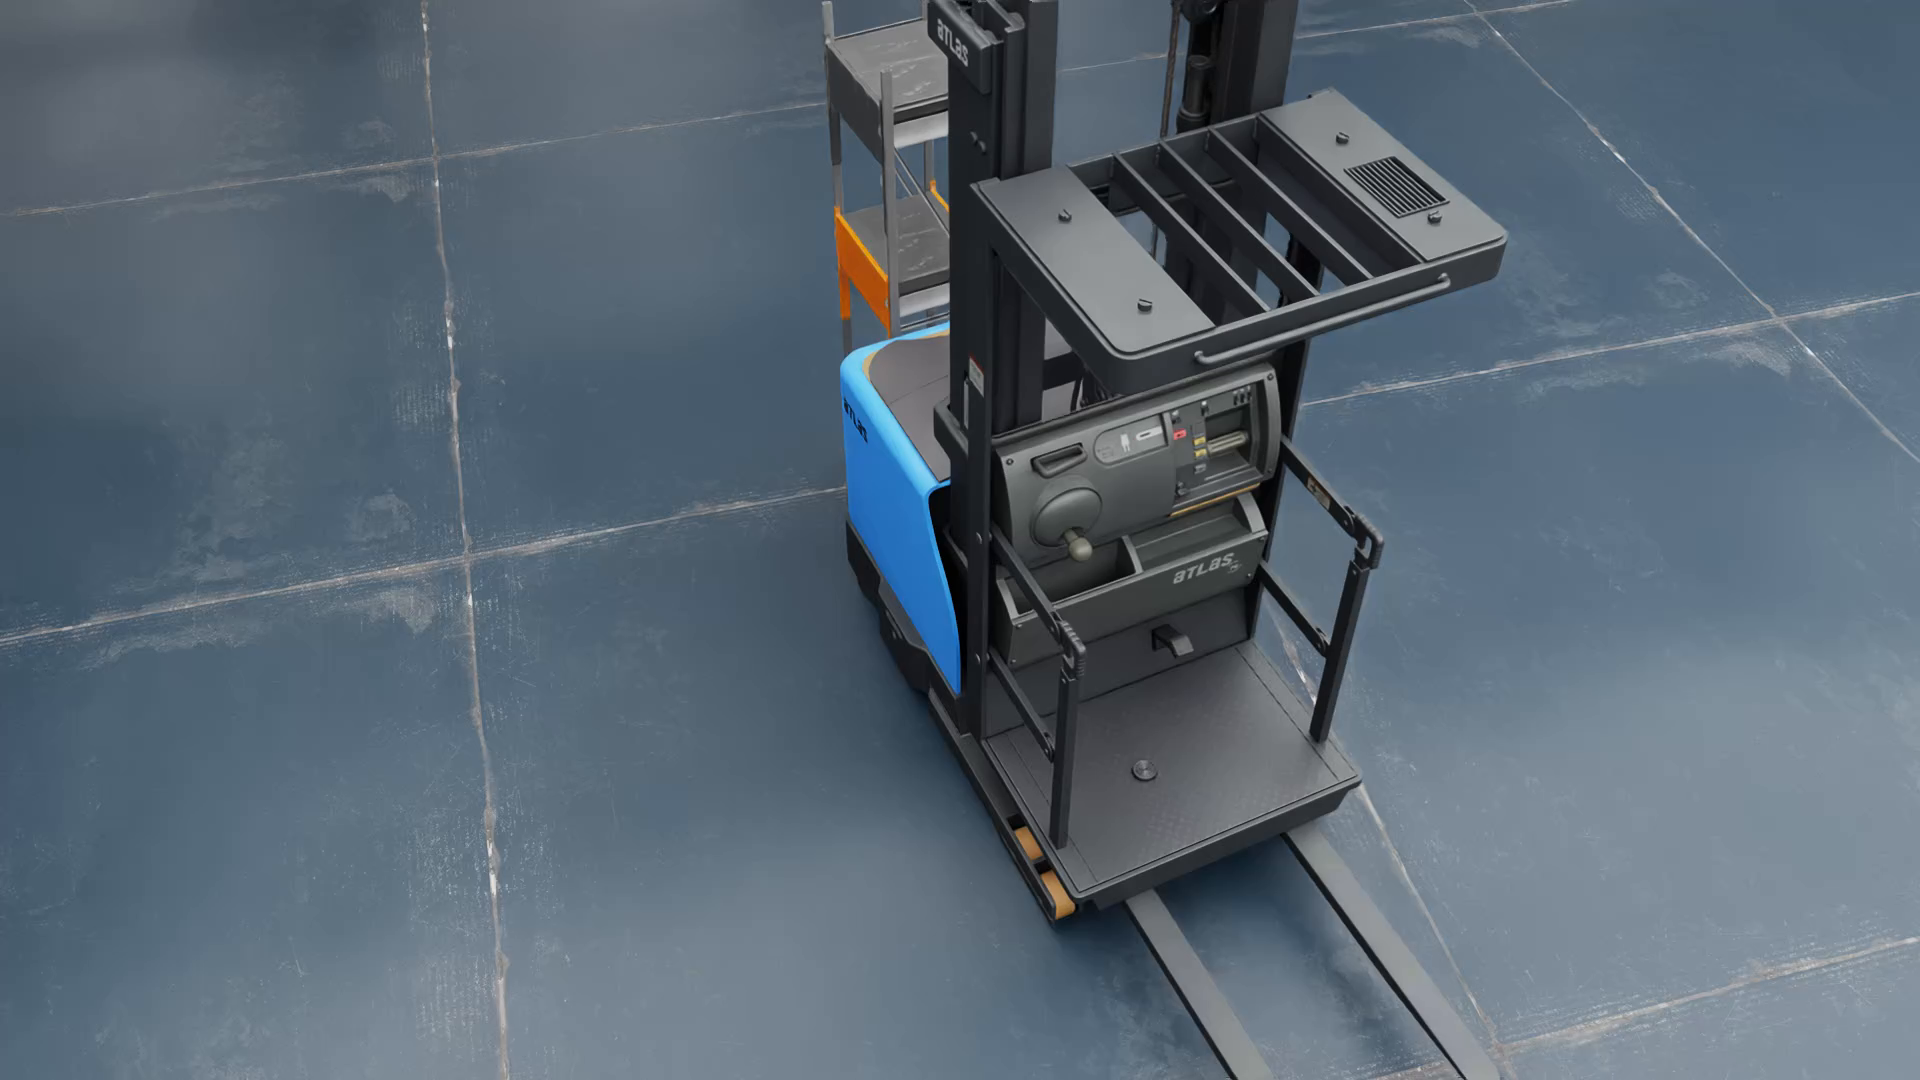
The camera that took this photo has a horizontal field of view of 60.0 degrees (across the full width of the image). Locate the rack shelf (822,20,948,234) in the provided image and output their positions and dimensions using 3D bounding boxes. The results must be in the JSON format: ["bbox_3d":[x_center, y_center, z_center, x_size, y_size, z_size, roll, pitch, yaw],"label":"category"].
[{"bbox_3d":[-0.176,-1.448,5.738,0.431,0.518,0.480,-19,49,-18],"label":"rack shelf"}]

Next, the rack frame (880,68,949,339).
[{"bbox_3d":[-0.070,-0.811,6.075,0.400,2.100,0.015,-19,49,-18],"label":"rack frame"}]

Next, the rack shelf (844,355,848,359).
[{"bbox_3d":[-0.176,-0.468,6.738,0.431,0.518,0.480,-19,49,-18],"label":"rack shelf"}]

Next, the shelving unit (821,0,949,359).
[{"bbox_3d":[-0.176,-0.968,6.228,0.431,2.100,0.503,-19,49,-18],"label":"shelving unit"}]

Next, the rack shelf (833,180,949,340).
[{"bbox_3d":[-0.176,-0.958,6.238,0.431,0.518,0.480,-19,49,-18],"label":"rack shelf"}]

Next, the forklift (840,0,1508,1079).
[{"bbox_3d":[0.643,-0.133,4.828,1.130,2.935,3.031,-19,48,-17],"label":"forklift"}]

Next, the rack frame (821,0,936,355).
[{"bbox_3d":[-0.282,-1.125,6.382,0.400,2.100,0.015,-19,49,-18],"label":"rack frame"}]
